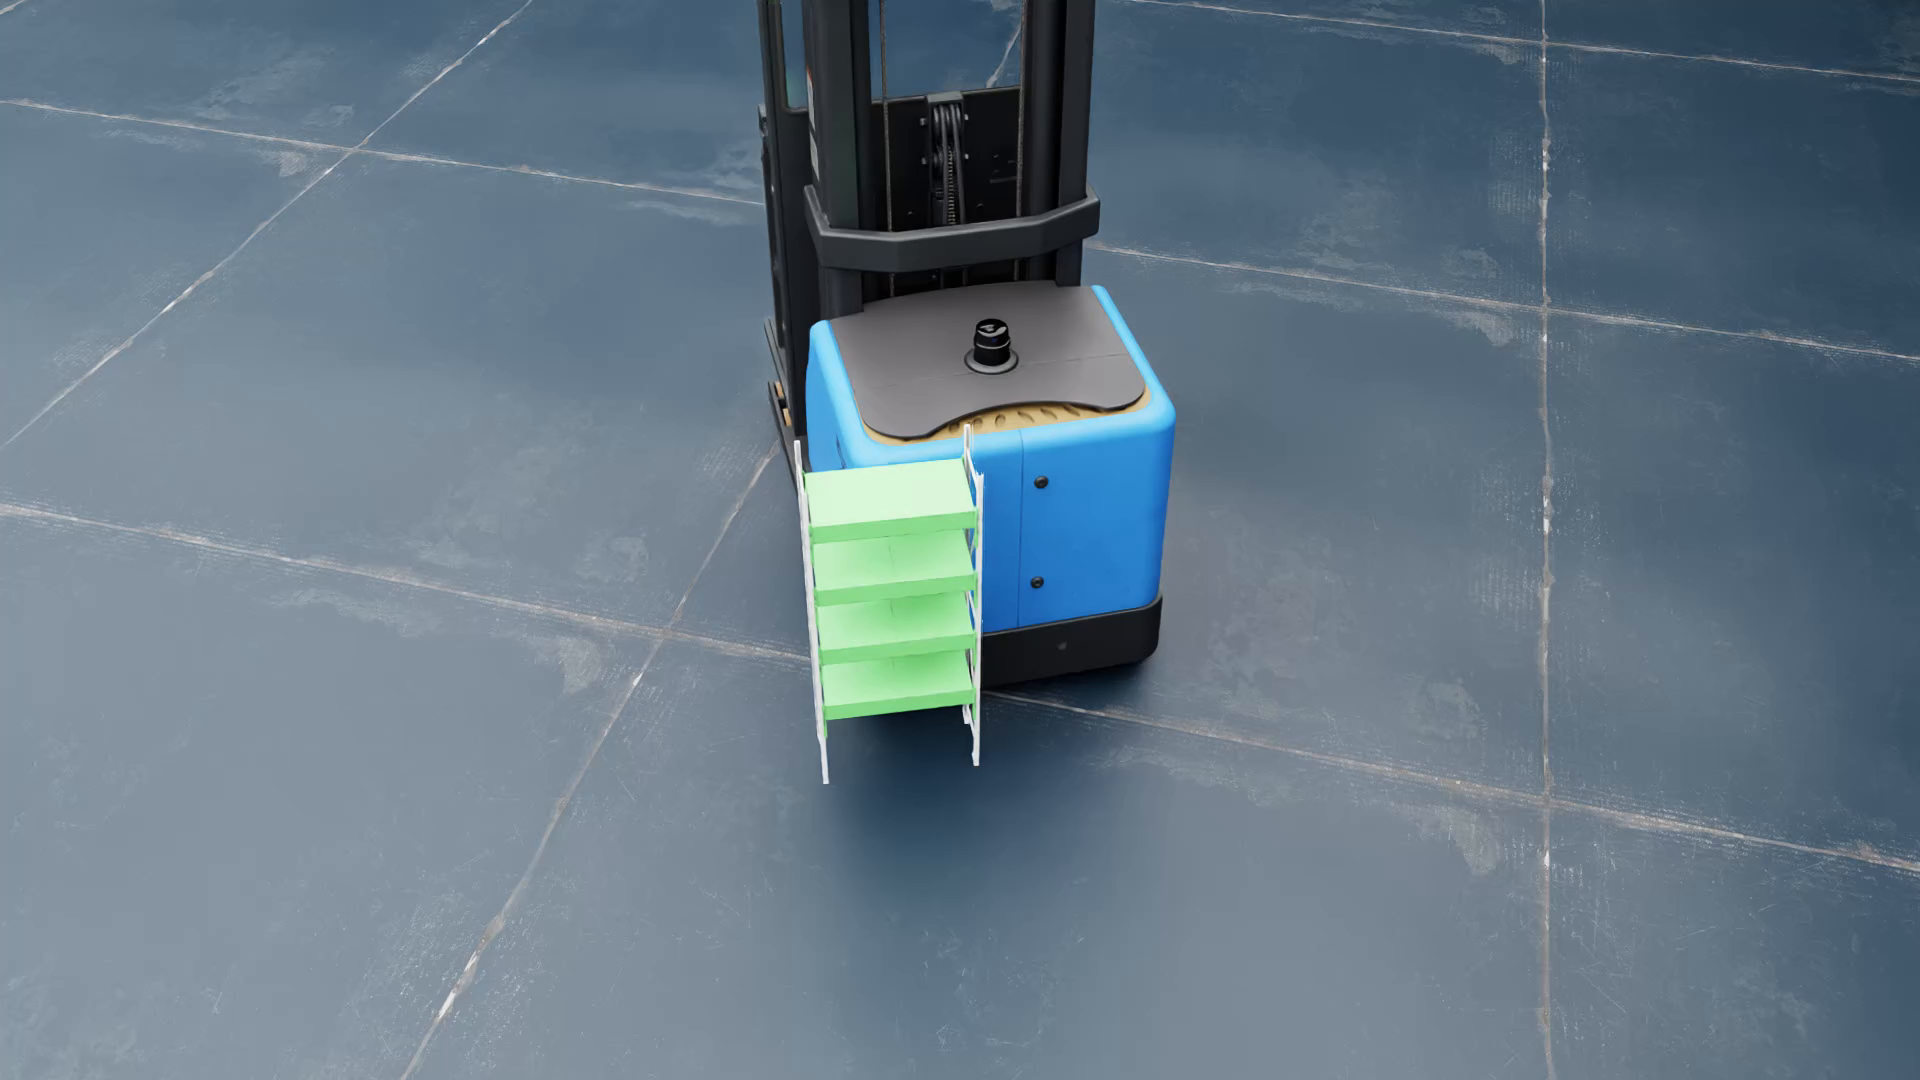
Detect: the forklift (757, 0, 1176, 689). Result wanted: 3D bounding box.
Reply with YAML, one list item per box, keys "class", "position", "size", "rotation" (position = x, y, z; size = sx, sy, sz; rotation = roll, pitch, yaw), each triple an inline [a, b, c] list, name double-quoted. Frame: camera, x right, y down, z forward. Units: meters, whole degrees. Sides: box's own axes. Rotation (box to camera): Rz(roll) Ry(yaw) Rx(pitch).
- class: "forklift"
  position: [-0.163, -1.537, 5.801]
  size: [1.130, 2.935, 3.031]
  rotation: [-9, 41, -10]

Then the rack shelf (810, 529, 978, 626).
- class: "rack shelf"
  position: [-0.204, 0.092, 4.930]
  size: [0.480, 0.148, 0.258]
  rotation: [-6, 41, -7]

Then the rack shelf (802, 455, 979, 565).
- class: "rack shelf"
  position: [-0.203, -0.089, 4.773]
  size: [0.480, 0.148, 0.258]
  rotation: [-6, 41, -7]

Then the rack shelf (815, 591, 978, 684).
- class: "rack shelf"
  position: [-0.204, 0.274, 5.087]
  size: [0.480, 0.148, 0.258]
  rotation: [-6, 41, -7]

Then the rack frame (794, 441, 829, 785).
- class: "rack frame"
  position: [-0.445, 0.251, 5.015]
  size: [0.015, 1.200, 0.240]
  rotation: [-6, 41, -7]

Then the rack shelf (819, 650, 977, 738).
- class: "rack shelf"
  position: [-0.205, 0.455, 5.244]
  size: [0.480, 0.148, 0.258]
  rotation: [-6, 41, -7]

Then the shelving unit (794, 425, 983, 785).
- class: "shelving unit"
  position: [-0.204, 0.226, 5.045]
  size: [0.503, 1.200, 0.258]
  rotation: [-6, 41, -7]

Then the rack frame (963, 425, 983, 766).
- class: "rack frame"
  position: [0.037, 0.200, 5.075]
  size: [0.015, 1.200, 0.240]
  rotation: [-6, 41, -7]
